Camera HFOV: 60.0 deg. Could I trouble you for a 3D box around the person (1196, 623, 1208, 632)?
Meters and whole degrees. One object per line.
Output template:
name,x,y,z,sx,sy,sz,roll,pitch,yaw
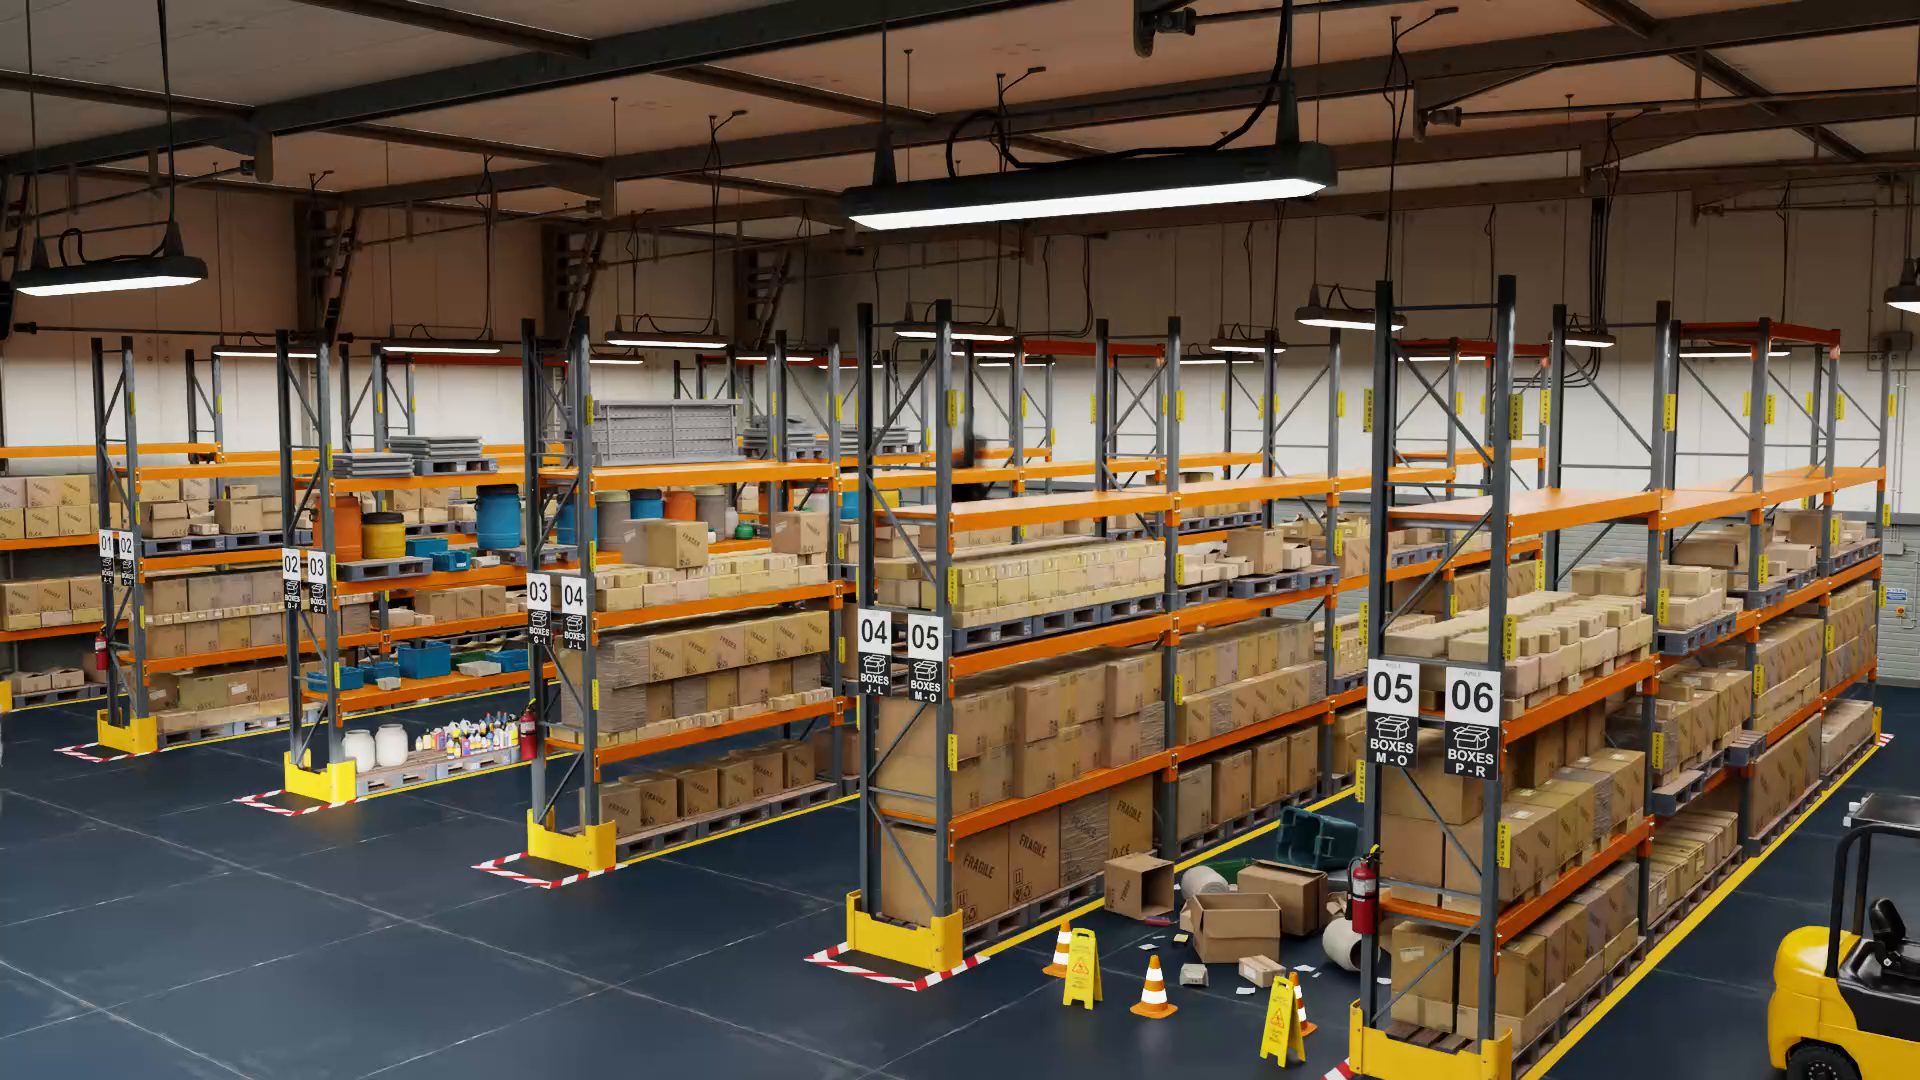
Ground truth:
person,3.377,2.004,23.627,0.566,1.643,0.517,3,6,30
